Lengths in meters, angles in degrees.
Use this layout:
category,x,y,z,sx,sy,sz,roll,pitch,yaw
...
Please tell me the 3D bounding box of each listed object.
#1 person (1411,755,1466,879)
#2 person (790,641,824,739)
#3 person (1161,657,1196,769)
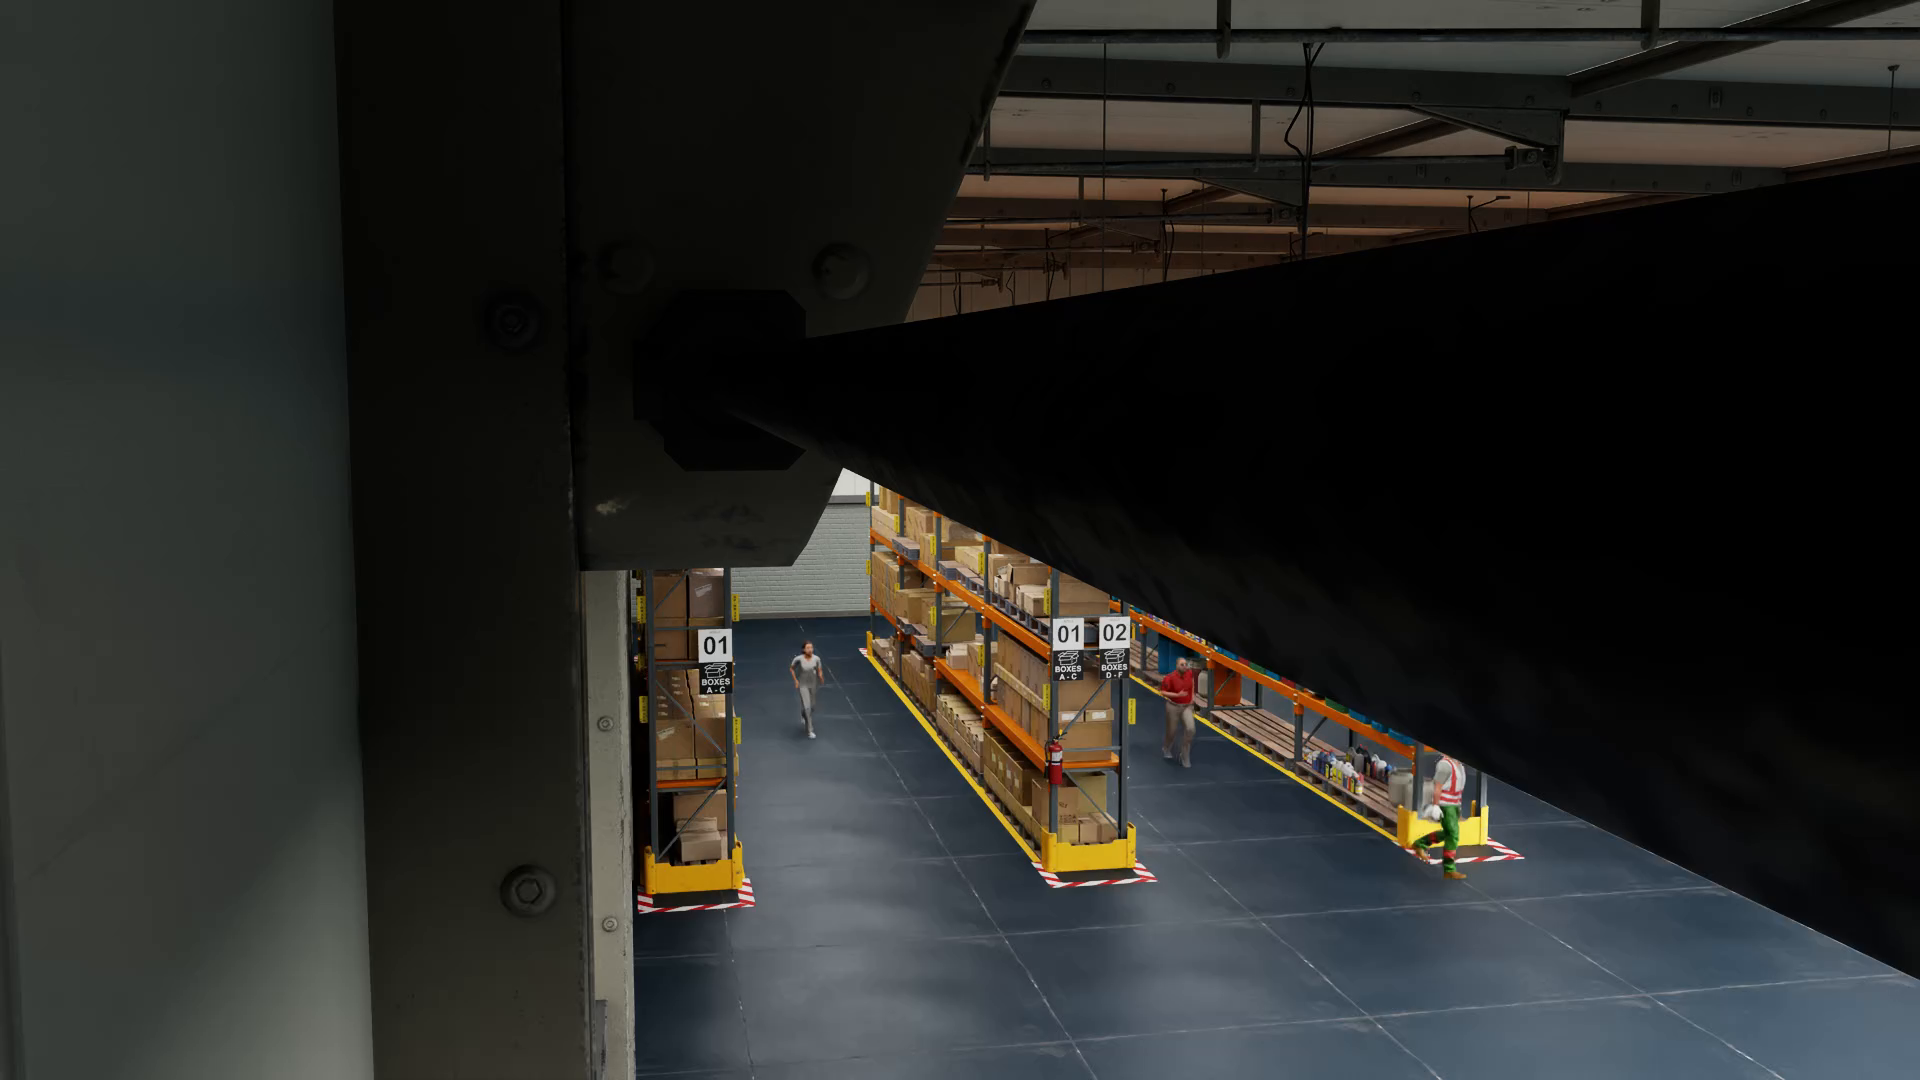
category,x,y,z,sx,sy,sz,roll,pitch,yaw
person,6.018,3.294,20.782,0.820,1.763,0.631,5,8,38
person,-2.650,2.533,28.635,0.547,1.654,0.877,-2,6,-22
person,3.470,2.730,26.482,0.687,1.780,0.876,-2,6,-20
